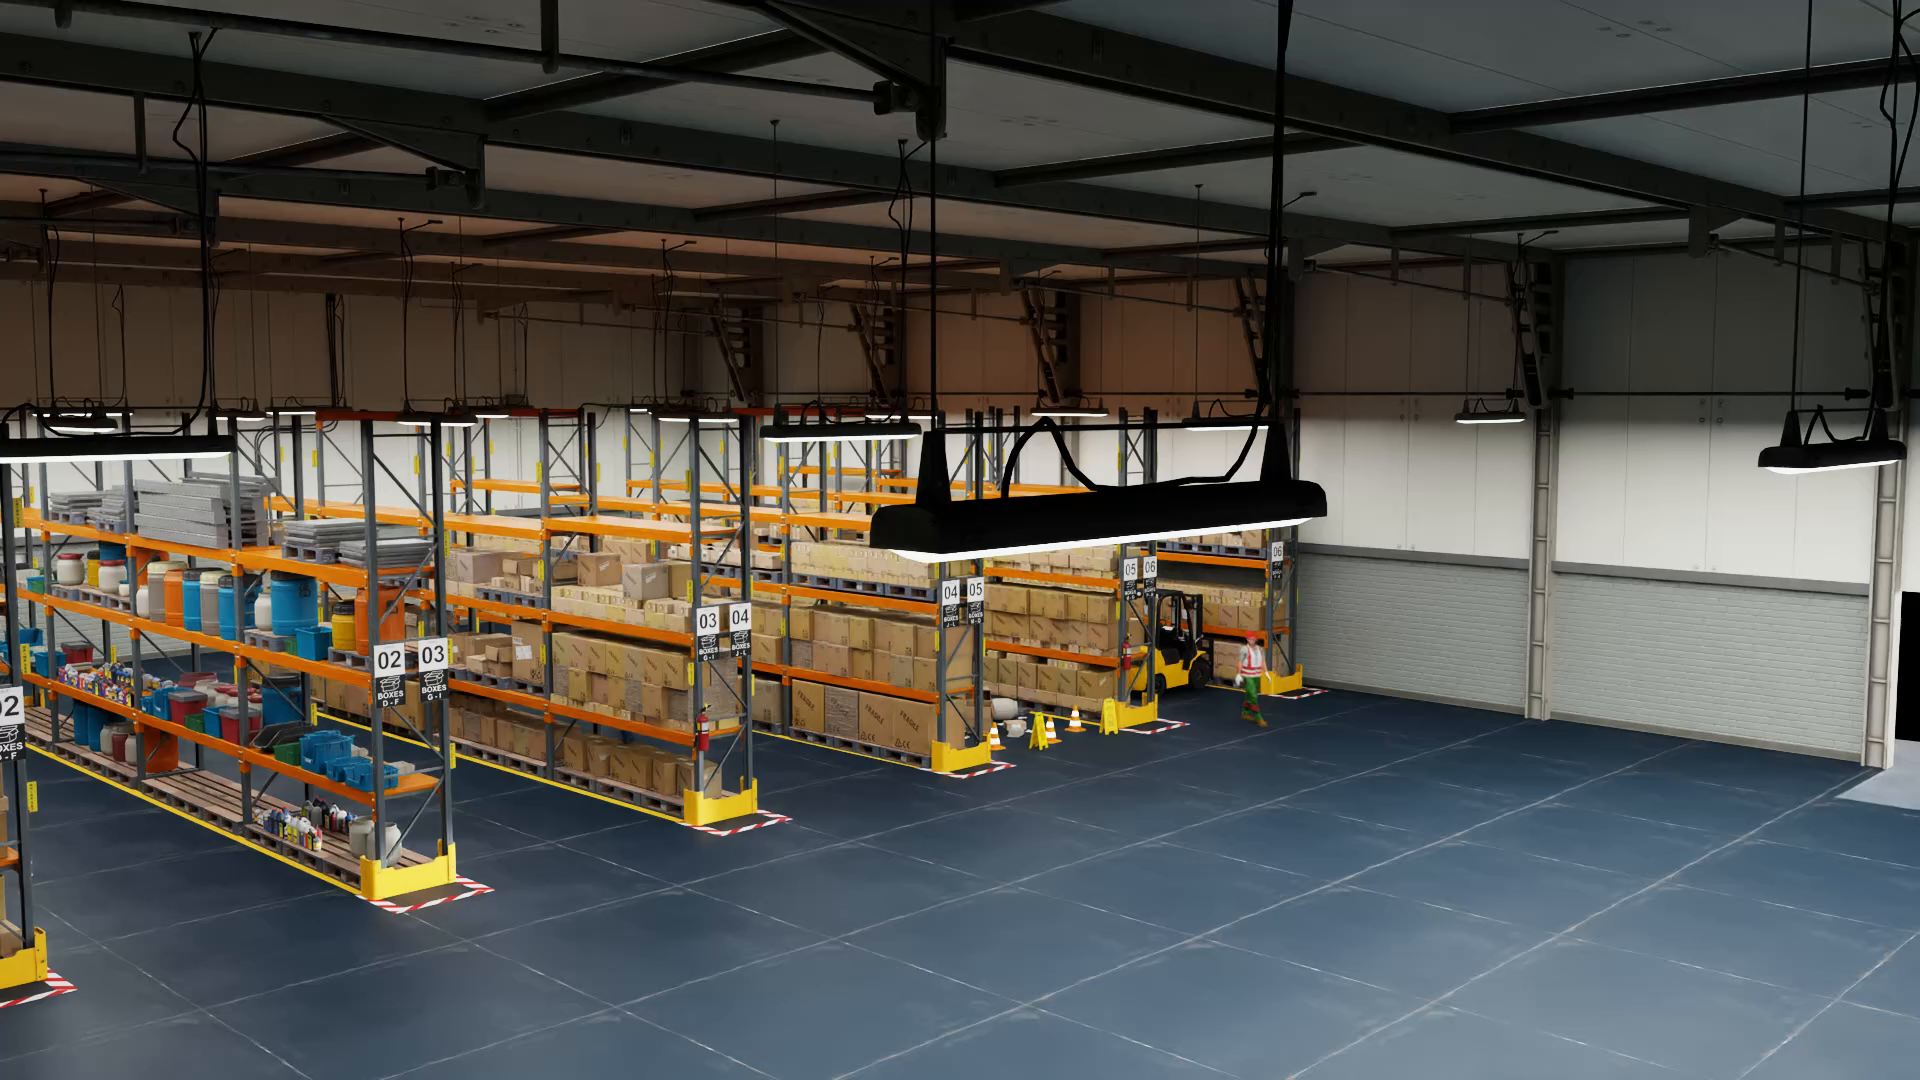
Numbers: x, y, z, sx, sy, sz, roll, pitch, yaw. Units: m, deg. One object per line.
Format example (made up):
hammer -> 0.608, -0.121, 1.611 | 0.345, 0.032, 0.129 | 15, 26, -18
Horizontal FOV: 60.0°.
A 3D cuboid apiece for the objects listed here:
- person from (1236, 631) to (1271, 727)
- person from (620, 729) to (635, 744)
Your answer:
person -> 5.627, 2.630, 31.793 | 0.585, 1.788, 0.818 | -3, 6, -30
person -> -5.879, 2.959, 29.096 | 0.453, 1.574, 0.442 | -4, 6, -38
